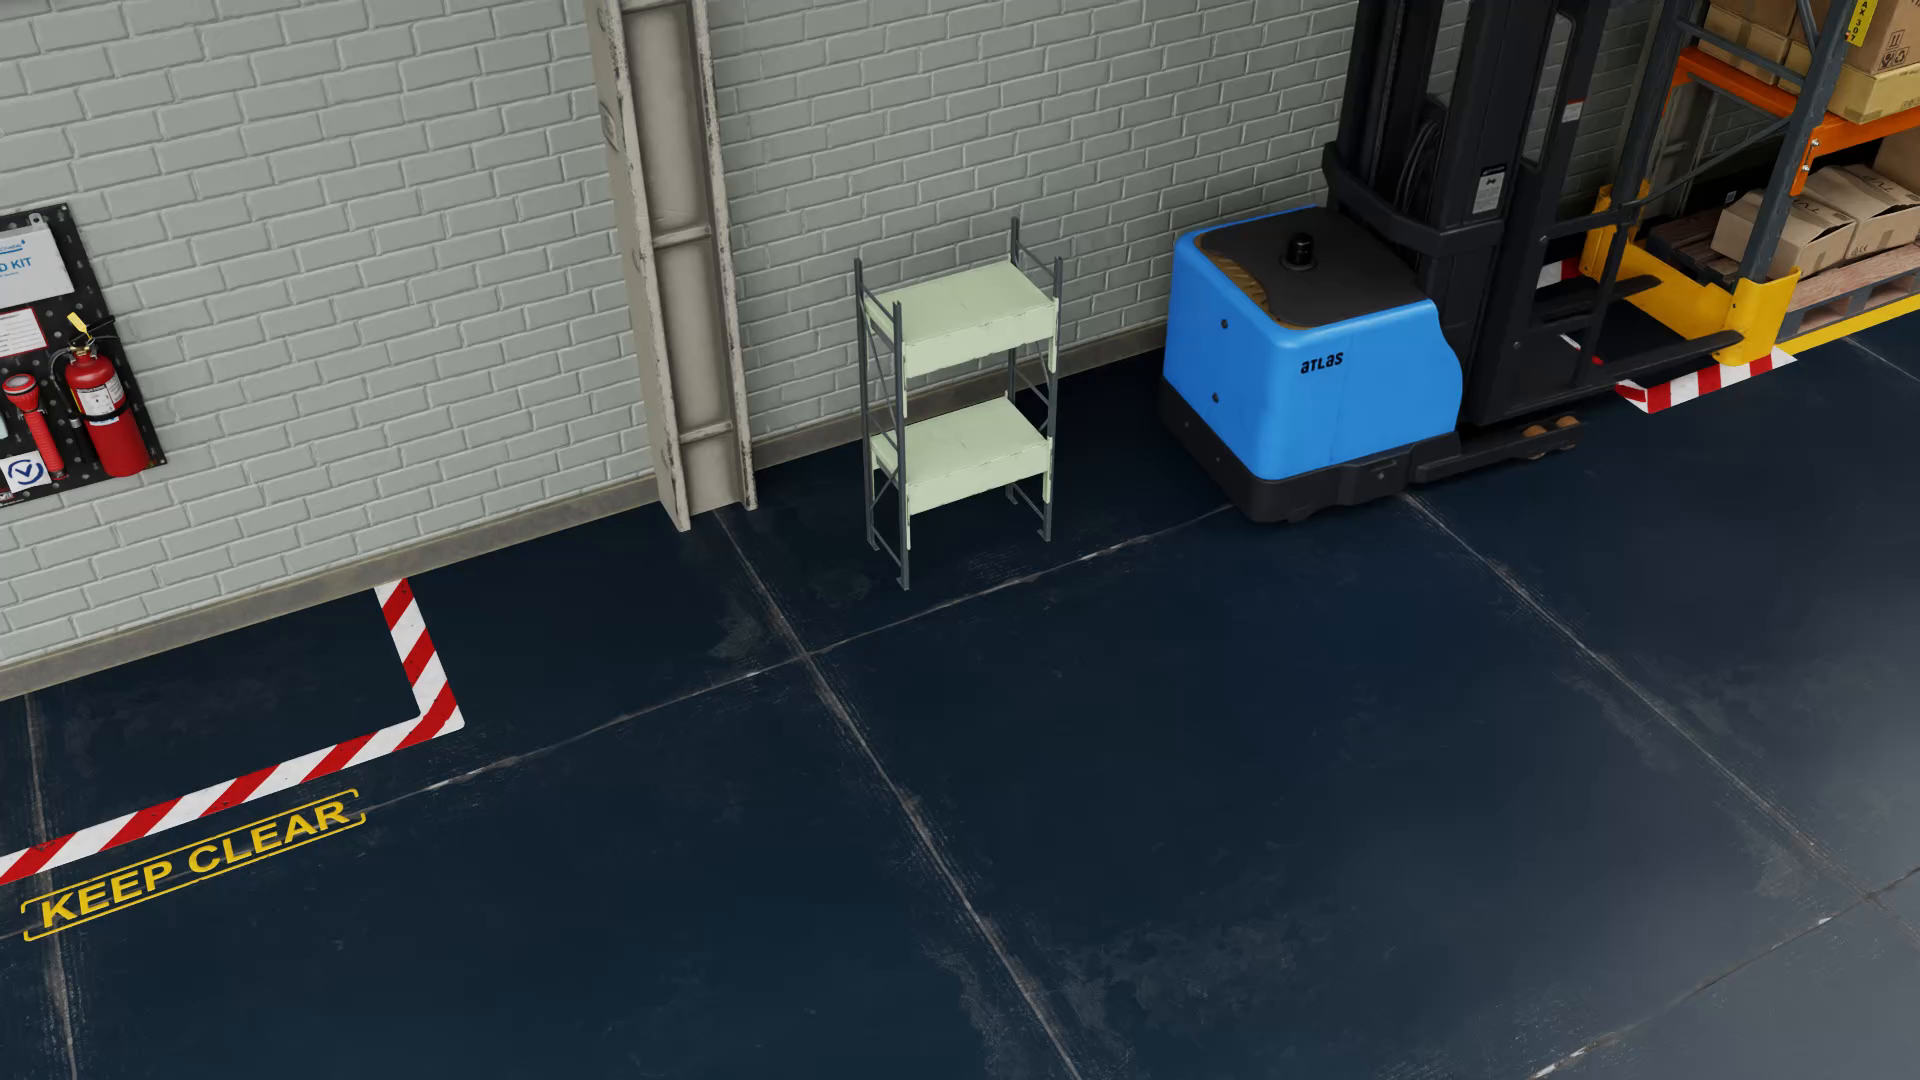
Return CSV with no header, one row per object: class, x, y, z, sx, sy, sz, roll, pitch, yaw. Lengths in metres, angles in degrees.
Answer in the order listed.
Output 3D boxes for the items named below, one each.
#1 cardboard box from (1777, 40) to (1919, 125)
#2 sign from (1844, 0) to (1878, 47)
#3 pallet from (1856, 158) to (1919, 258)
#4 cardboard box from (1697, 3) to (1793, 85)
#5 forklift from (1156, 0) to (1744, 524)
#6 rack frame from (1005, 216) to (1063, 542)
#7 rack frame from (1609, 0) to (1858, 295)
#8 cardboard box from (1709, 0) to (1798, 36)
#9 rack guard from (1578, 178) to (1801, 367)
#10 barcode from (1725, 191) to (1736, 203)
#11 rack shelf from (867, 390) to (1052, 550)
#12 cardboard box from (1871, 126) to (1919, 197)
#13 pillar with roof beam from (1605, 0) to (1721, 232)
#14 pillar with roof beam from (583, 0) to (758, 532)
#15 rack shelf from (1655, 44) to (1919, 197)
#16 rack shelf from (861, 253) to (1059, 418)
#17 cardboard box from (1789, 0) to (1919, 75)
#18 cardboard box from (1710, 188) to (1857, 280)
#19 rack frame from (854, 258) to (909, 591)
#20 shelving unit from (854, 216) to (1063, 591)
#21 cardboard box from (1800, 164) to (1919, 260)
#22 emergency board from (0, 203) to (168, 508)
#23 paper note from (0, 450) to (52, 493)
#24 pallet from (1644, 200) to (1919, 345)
cardboard box,4.474,-2.329,8.269,0.500,0.250,0.500,-20,44,-22
sign,4.145,-2.434,7.623,0.005,0.325,0.100,-19,44,-21
pallet,5.779,-1.957,9.887,1.213,0.211,1.003,-19,44,-21
cardboard box,4.219,-2.615,8.608,0.500,0.250,0.500,-18,43,-20
forklift,2.554,-1.816,7.616,3.031,2.935,1.130,-15,43,-17
rack frame,0.319,-0.680,7.381,0.023,1.500,0.400,-19,44,-21
rack frame,3.894,-2.414,8.270,0.127,3.000,1.000,-19,44,-21
cardboard box,4.214,-2.914,8.379,0.500,0.500,0.500,-19,44,-21
rack guard,3.962,-1.483,9.104,0.348,0.500,1.175,-19,44,-21
barcode,4.381,-1.949,9.453,0.075,0.075,0.001,-19,44,-21
rack shelf,-0.006,-0.322,7.463,0.720,0.370,0.431,-19,44,-21
cardboard box,5.729,-2.144,9.544,0.500,0.500,0.700,-21,45,-23
pillar with roof beam,6.104,-2.942,4.249,0.400,9.000,9.100,-19,44,-21
pillar with roof beam,0.783,-1.151,2.134,0.400,9.000,9.100,-19,44,-21
rack shelf,5.668,-2.737,9.207,4.000,0.370,1.077,-19,44,-21
rack shelf,-0.006,-0.868,7.000,0.720,0.370,0.431,-19,44,-21
cardboard box,4.457,-2.621,8.034,0.500,0.500,0.500,-19,44,-21
cardboard box,4.549,-1.711,9.179,0.500,0.311,0.500,-24,46,-25
rack frame,-0.331,-0.461,7.123,0.023,1.500,0.400,-19,44,-21
shelving unit,-0.006,-0.570,7.252,0.755,1.500,0.431,-19,44,-21
cardboard box,5.055,-1.881,9.380,0.500,0.311,0.500,-15,43,-17
emergency board,-3.415,-0.613,6.141,0.643,1.169,0.194,-19,44,-21
paper note,-3.604,-0.263,6.410,0.142,0.148,0.016,-19,44,-21
pallet,4.699,-1.595,9.460,1.213,0.211,1.003,-19,44,-21
